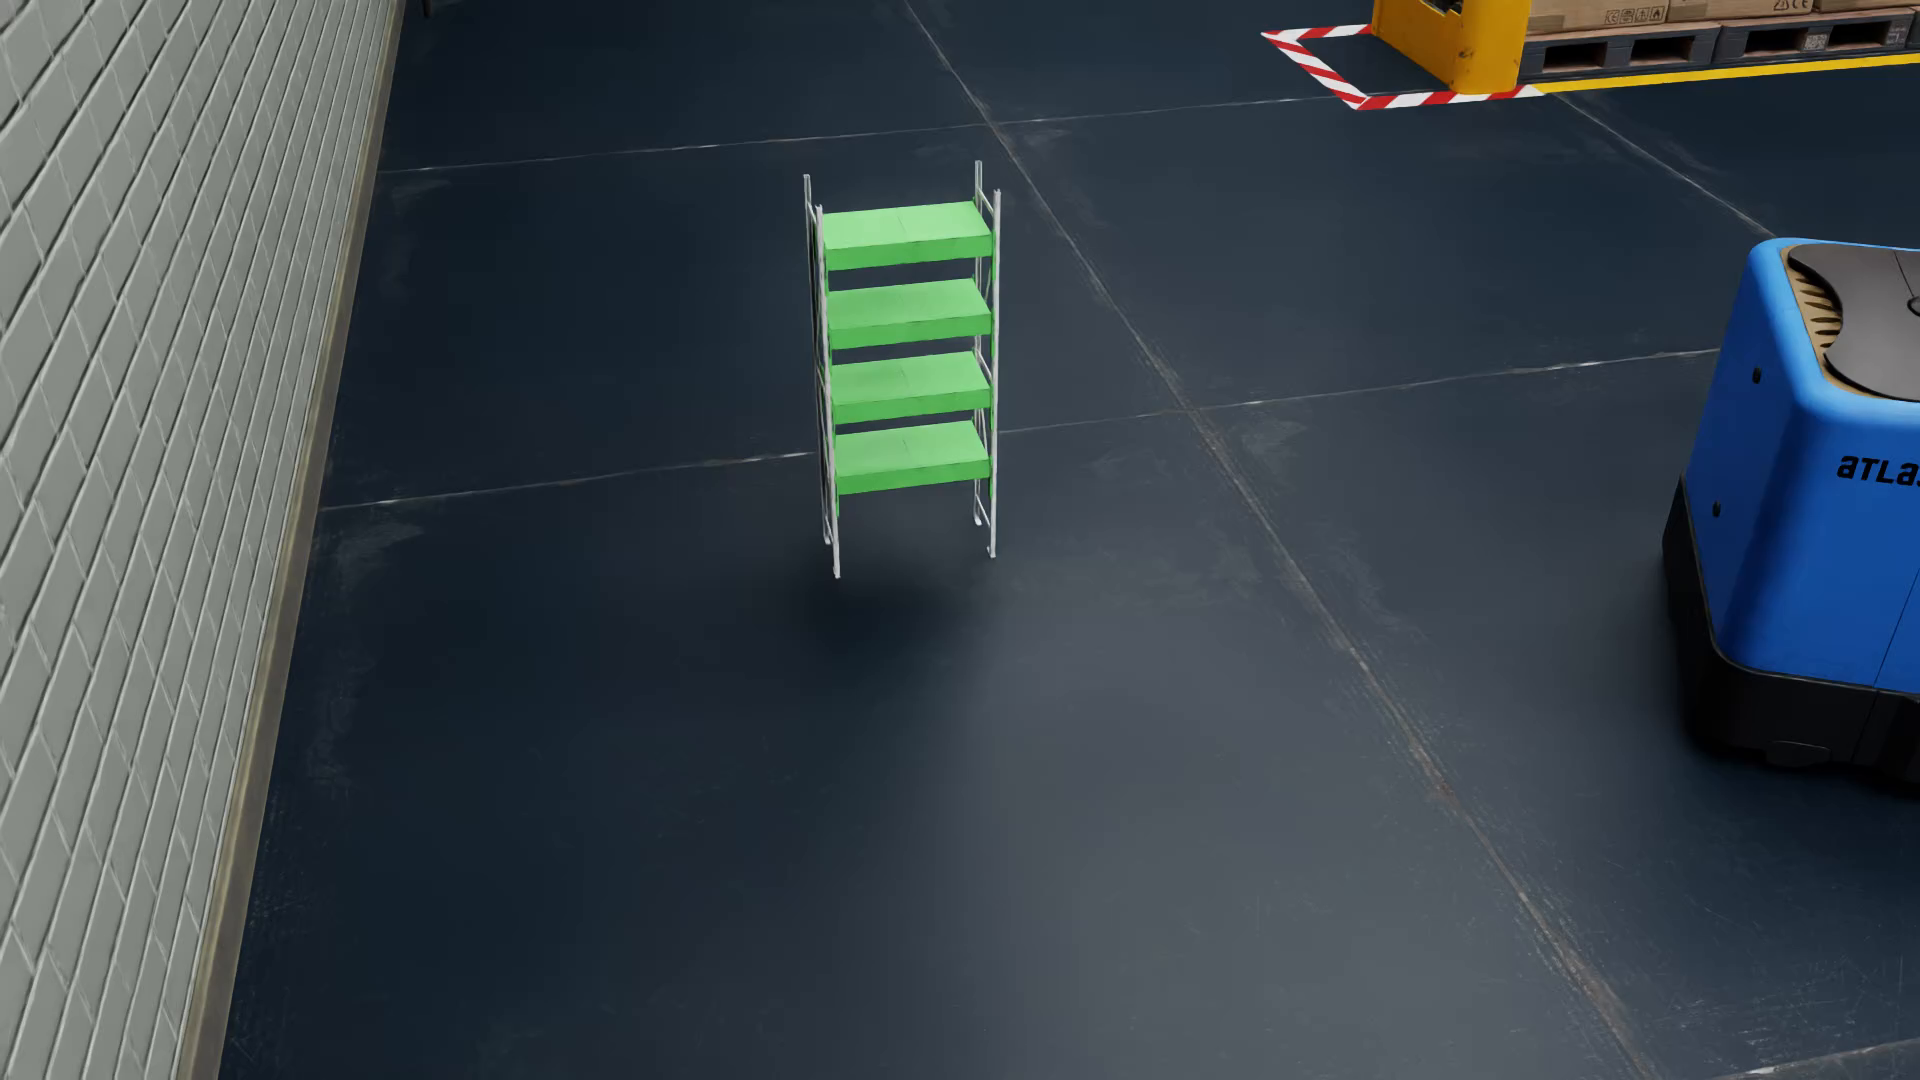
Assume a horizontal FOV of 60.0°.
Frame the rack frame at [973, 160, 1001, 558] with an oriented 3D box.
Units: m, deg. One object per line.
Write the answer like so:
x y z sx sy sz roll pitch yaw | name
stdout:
0.077 -0.508 4.930 0.015 1.200 0.240 -7 35 -11 | rack frame

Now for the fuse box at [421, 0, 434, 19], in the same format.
-3.132 -3.835 9.429 0.414 1.711 0.539 -7 35 -11 | fuse box

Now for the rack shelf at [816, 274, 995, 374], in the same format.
-0.161 -0.624 4.787 0.480 0.148 0.258 -7 35 -11 | rack shelf

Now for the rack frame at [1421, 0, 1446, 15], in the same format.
2.684 -3.916 8.394 0.127 3.000 1.000 -7 35 -11 | rack frame

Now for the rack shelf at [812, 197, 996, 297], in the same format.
-0.161 -0.823 4.653 0.480 0.148 0.258 -7 35 -11 | rack shelf

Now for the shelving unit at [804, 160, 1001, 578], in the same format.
-0.161 -0.478 4.885 0.503 1.200 0.258 -7 35 -11 | shelving unit

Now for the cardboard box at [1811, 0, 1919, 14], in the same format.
5.077 -3.389 9.531 0.875 0.438 0.875 -8 35 -12 | cardboard box

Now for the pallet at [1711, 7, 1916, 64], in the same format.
4.634 -3.047 9.601 1.213 0.211 1.003 -7 35 -11 | pallet

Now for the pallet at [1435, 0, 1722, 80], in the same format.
3.447 -2.899 9.381 1.213 0.211 1.003 -7 35 -11 | pallet

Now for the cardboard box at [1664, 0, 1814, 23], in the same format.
4.197 -3.279 9.367 0.875 0.438 0.875 -6 34 -9 | cardboard box

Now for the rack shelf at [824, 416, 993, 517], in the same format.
-0.161 -0.226 5.055 0.480 0.148 0.258 -7 35 -11 | rack shelf

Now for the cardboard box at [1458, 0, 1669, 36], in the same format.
3.306 -3.162 9.193 0.875 0.438 0.875 -8 35 -12 | cardboard box

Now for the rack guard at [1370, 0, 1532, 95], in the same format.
2.661 -2.875 9.086 0.348 0.500 1.175 -7 35 -11 | rack guard

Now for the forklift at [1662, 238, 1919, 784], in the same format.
3.513 -0.706 3.671 3.031 2.935 1.130 8 35 12 | forklift

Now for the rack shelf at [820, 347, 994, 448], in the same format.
-0.161 -0.425 4.921 0.480 0.148 0.258 -7 35 -11 | rack shelf

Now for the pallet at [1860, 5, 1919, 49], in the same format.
5.827 -3.199 9.828 1.213 0.211 1.003 -7 35 -11 | pallet

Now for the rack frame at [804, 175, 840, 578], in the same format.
-0.399 -0.448 4.841 0.015 1.200 0.240 -7 35 -11 | rack frame
